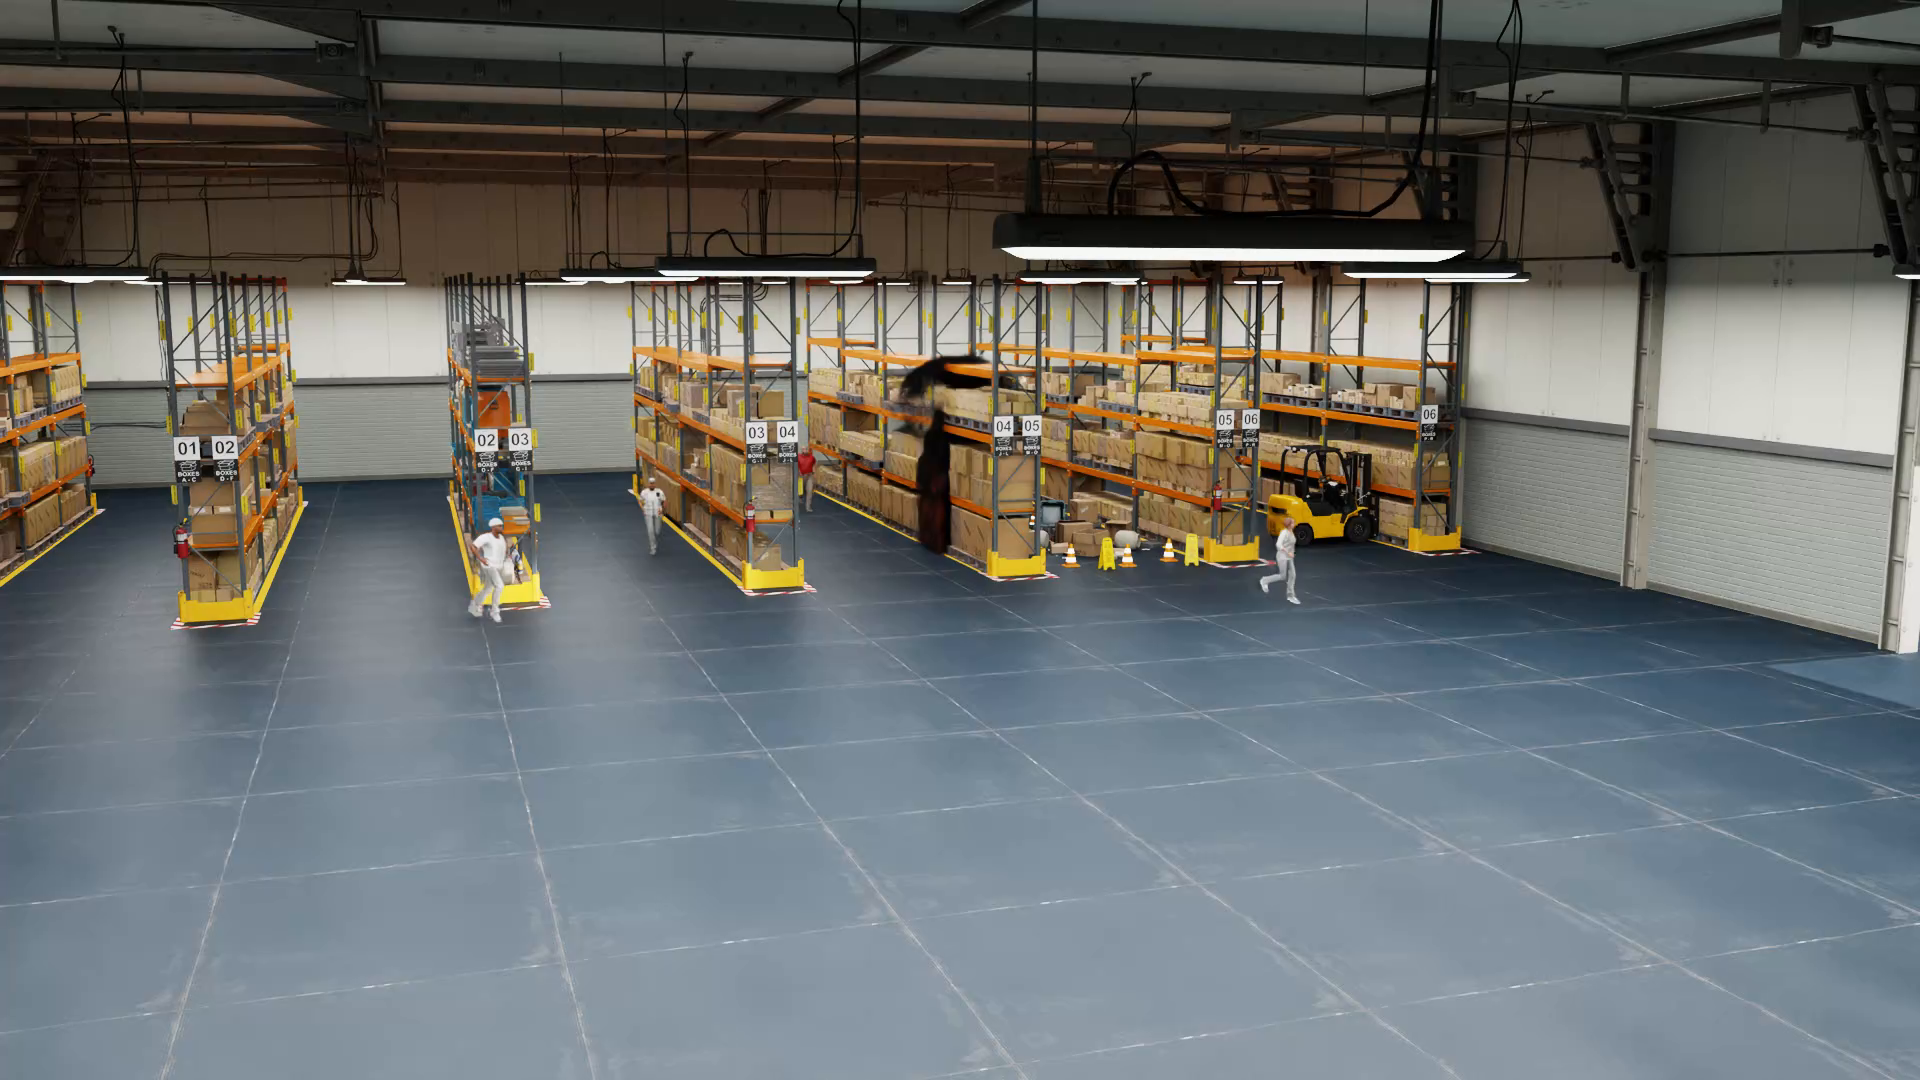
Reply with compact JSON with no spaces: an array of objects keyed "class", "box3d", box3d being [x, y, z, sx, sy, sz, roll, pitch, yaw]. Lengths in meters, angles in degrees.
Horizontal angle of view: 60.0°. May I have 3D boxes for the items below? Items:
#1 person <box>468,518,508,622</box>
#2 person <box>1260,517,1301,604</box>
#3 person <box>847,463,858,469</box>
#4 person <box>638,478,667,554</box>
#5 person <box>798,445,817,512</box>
[{"class":"person","box3d":[-8.230,0.504,29.103,0.734,1.779,0.745,2,9,12]},{"class":"person","box3d":[5.938,0.352,30.623,0.819,1.587,0.566,5,10,32]},{"class":"person","box3d":[-3.393,-2.658,50.311,0.639,1.649,0.615,-3,9,-20]},{"class":"person","box3d":[-6.716,-0.548,36.327,0.601,1.648,0.719,-2,9,-15]},{"class":"person","box3d":[-3.998,-1.606,43.153,0.677,1.702,0.895,-3,9,-16]}]
